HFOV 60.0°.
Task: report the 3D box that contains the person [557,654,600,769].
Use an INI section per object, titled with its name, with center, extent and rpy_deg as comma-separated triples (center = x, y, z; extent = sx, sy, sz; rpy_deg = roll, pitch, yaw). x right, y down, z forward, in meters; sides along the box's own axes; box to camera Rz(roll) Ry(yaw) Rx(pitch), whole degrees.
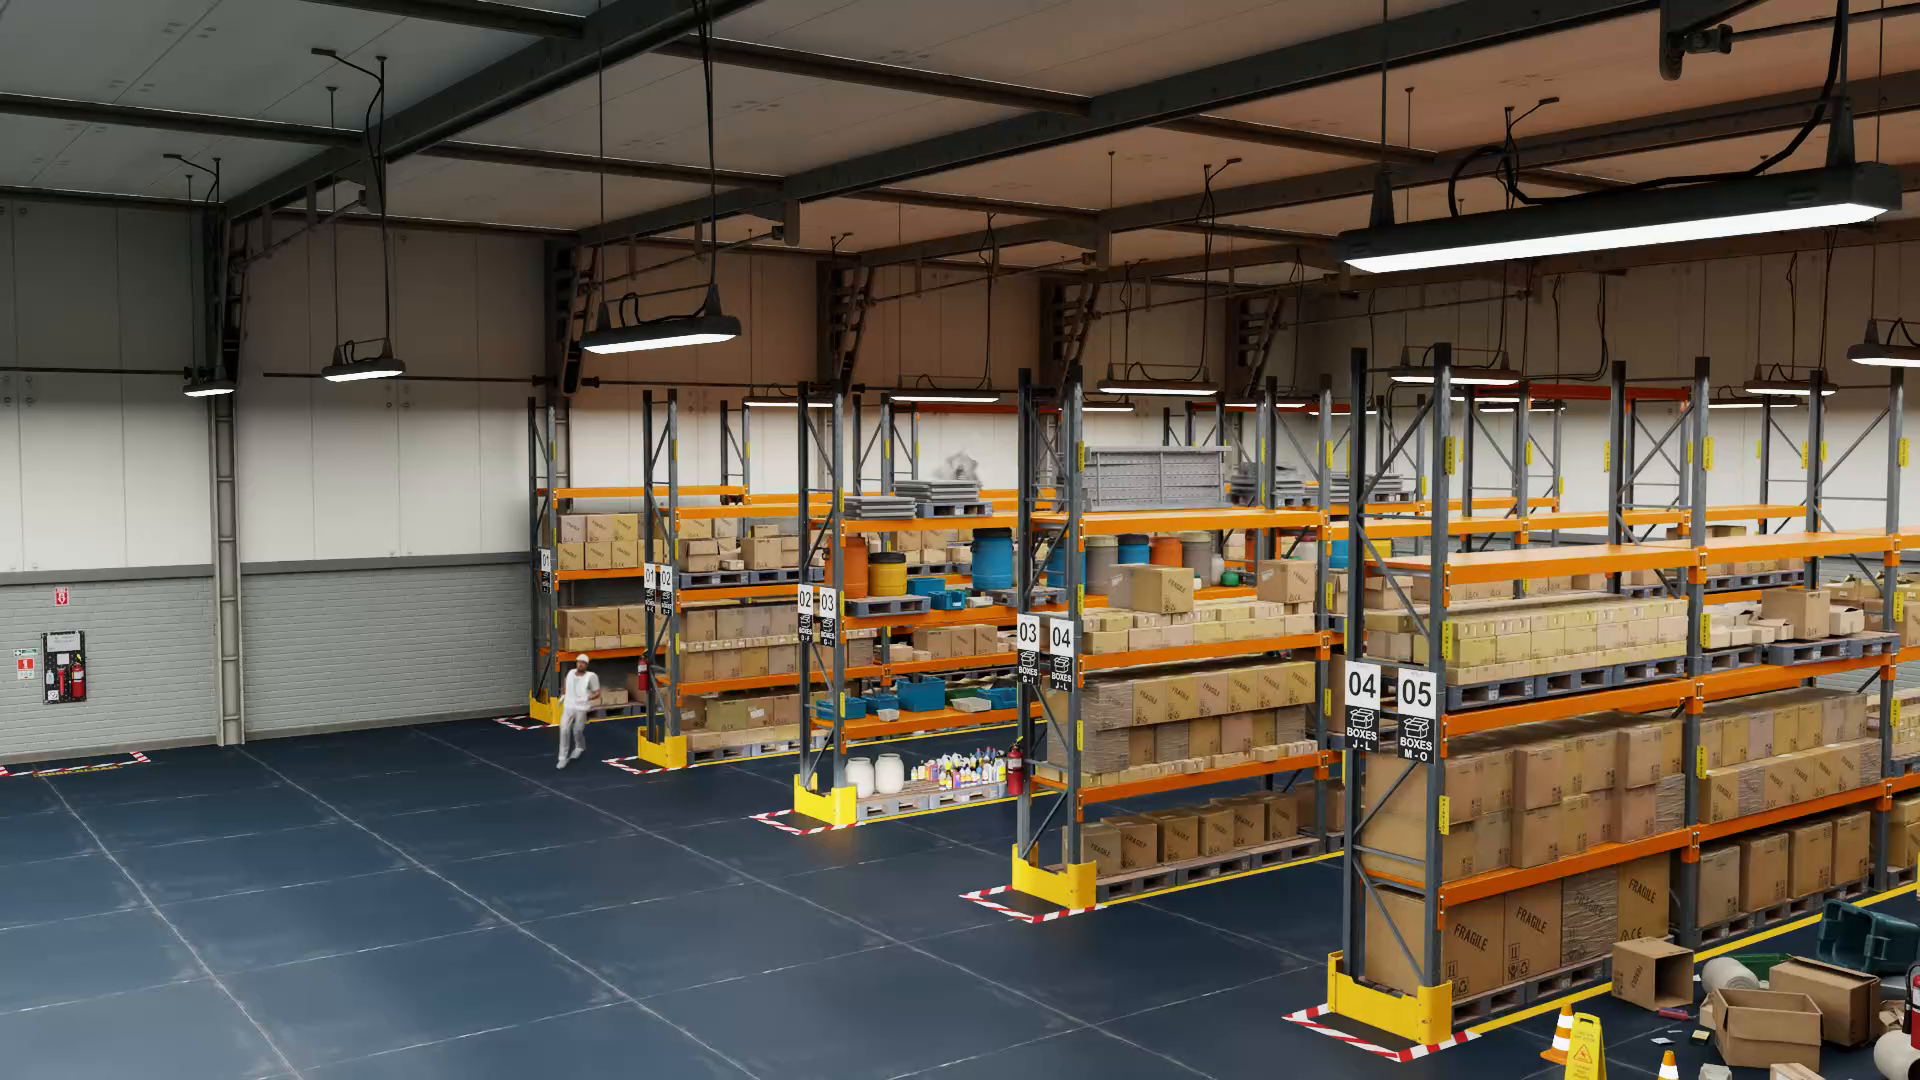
[person]
center = -6.105, 2.704, 26.526
extent = 0.724, 1.764, 0.914
rpy_deg = 0, 3, 7
